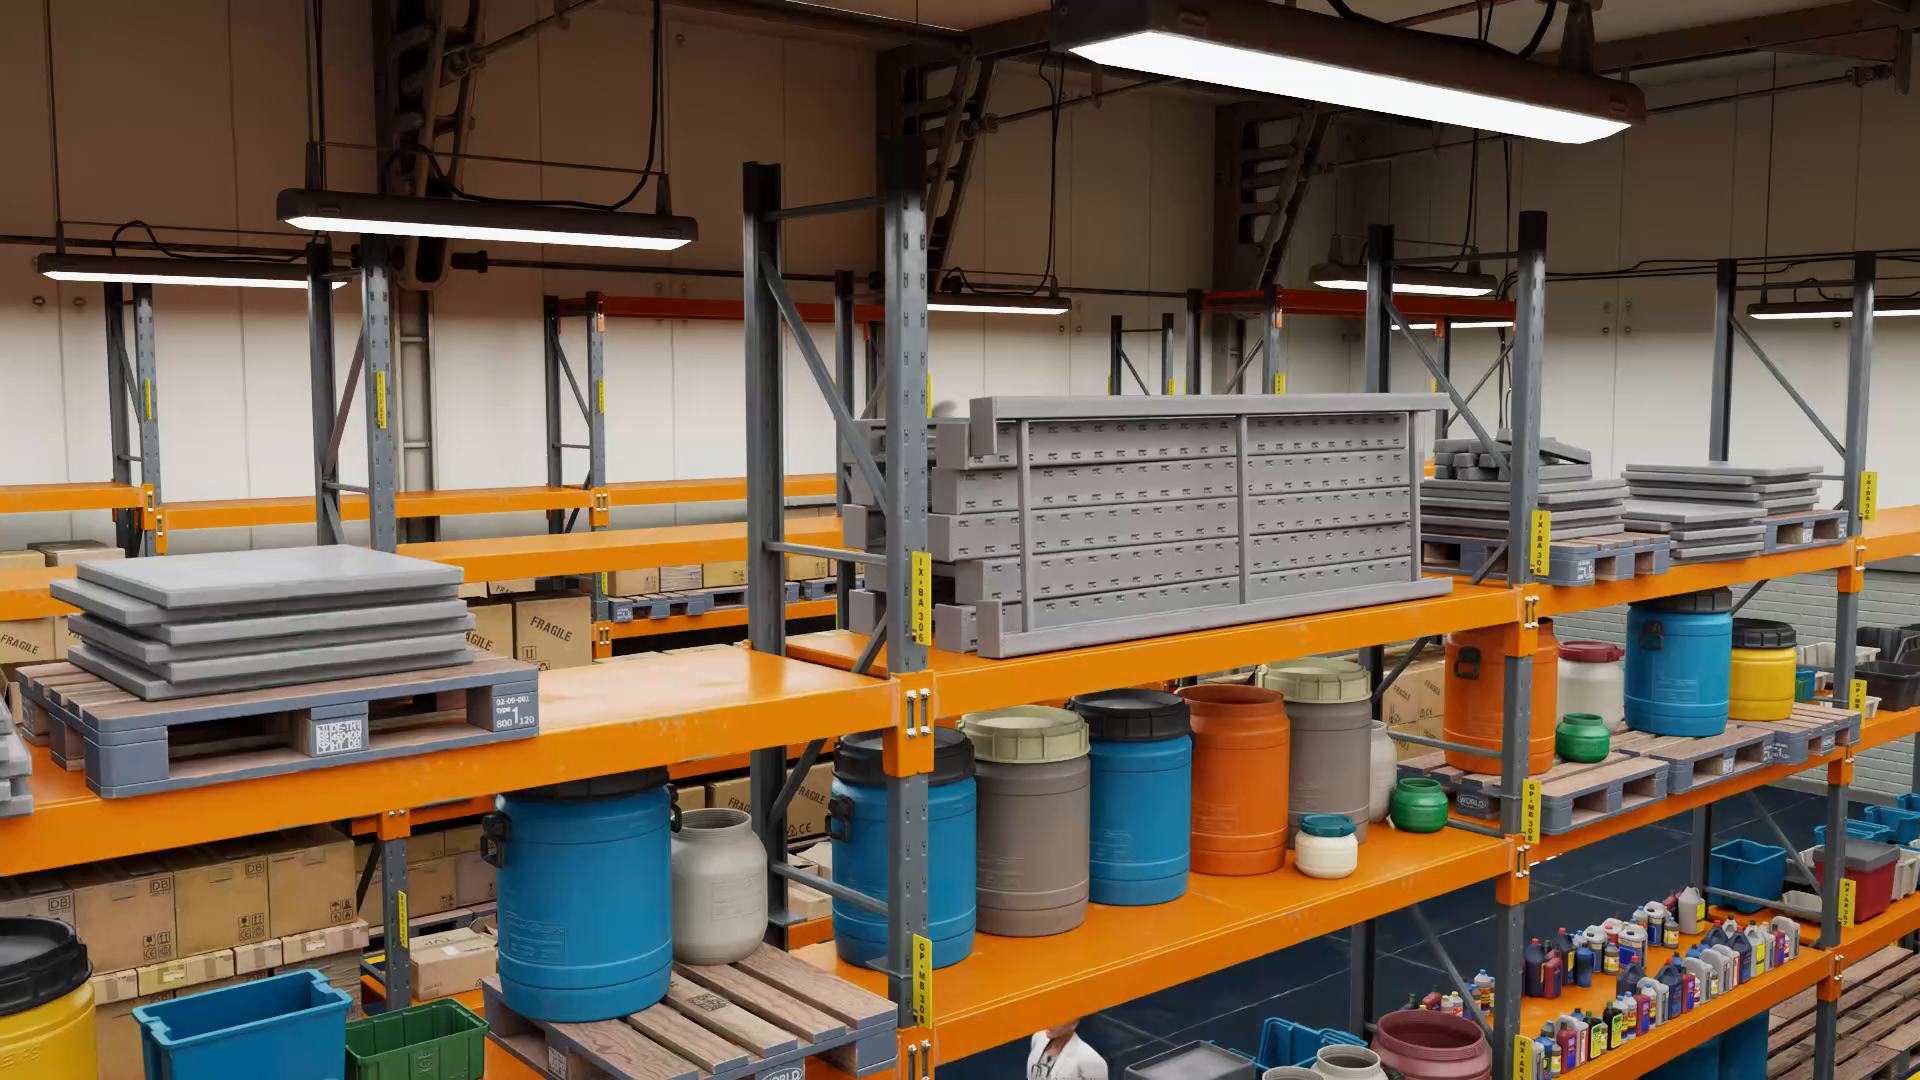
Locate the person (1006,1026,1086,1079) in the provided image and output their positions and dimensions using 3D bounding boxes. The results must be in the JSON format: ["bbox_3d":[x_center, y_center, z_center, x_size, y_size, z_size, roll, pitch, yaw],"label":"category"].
[{"bbox_3d":[0.430,3.410,9.216,0.681,1.837,0.829,5,8,43],"label":"person"}]
